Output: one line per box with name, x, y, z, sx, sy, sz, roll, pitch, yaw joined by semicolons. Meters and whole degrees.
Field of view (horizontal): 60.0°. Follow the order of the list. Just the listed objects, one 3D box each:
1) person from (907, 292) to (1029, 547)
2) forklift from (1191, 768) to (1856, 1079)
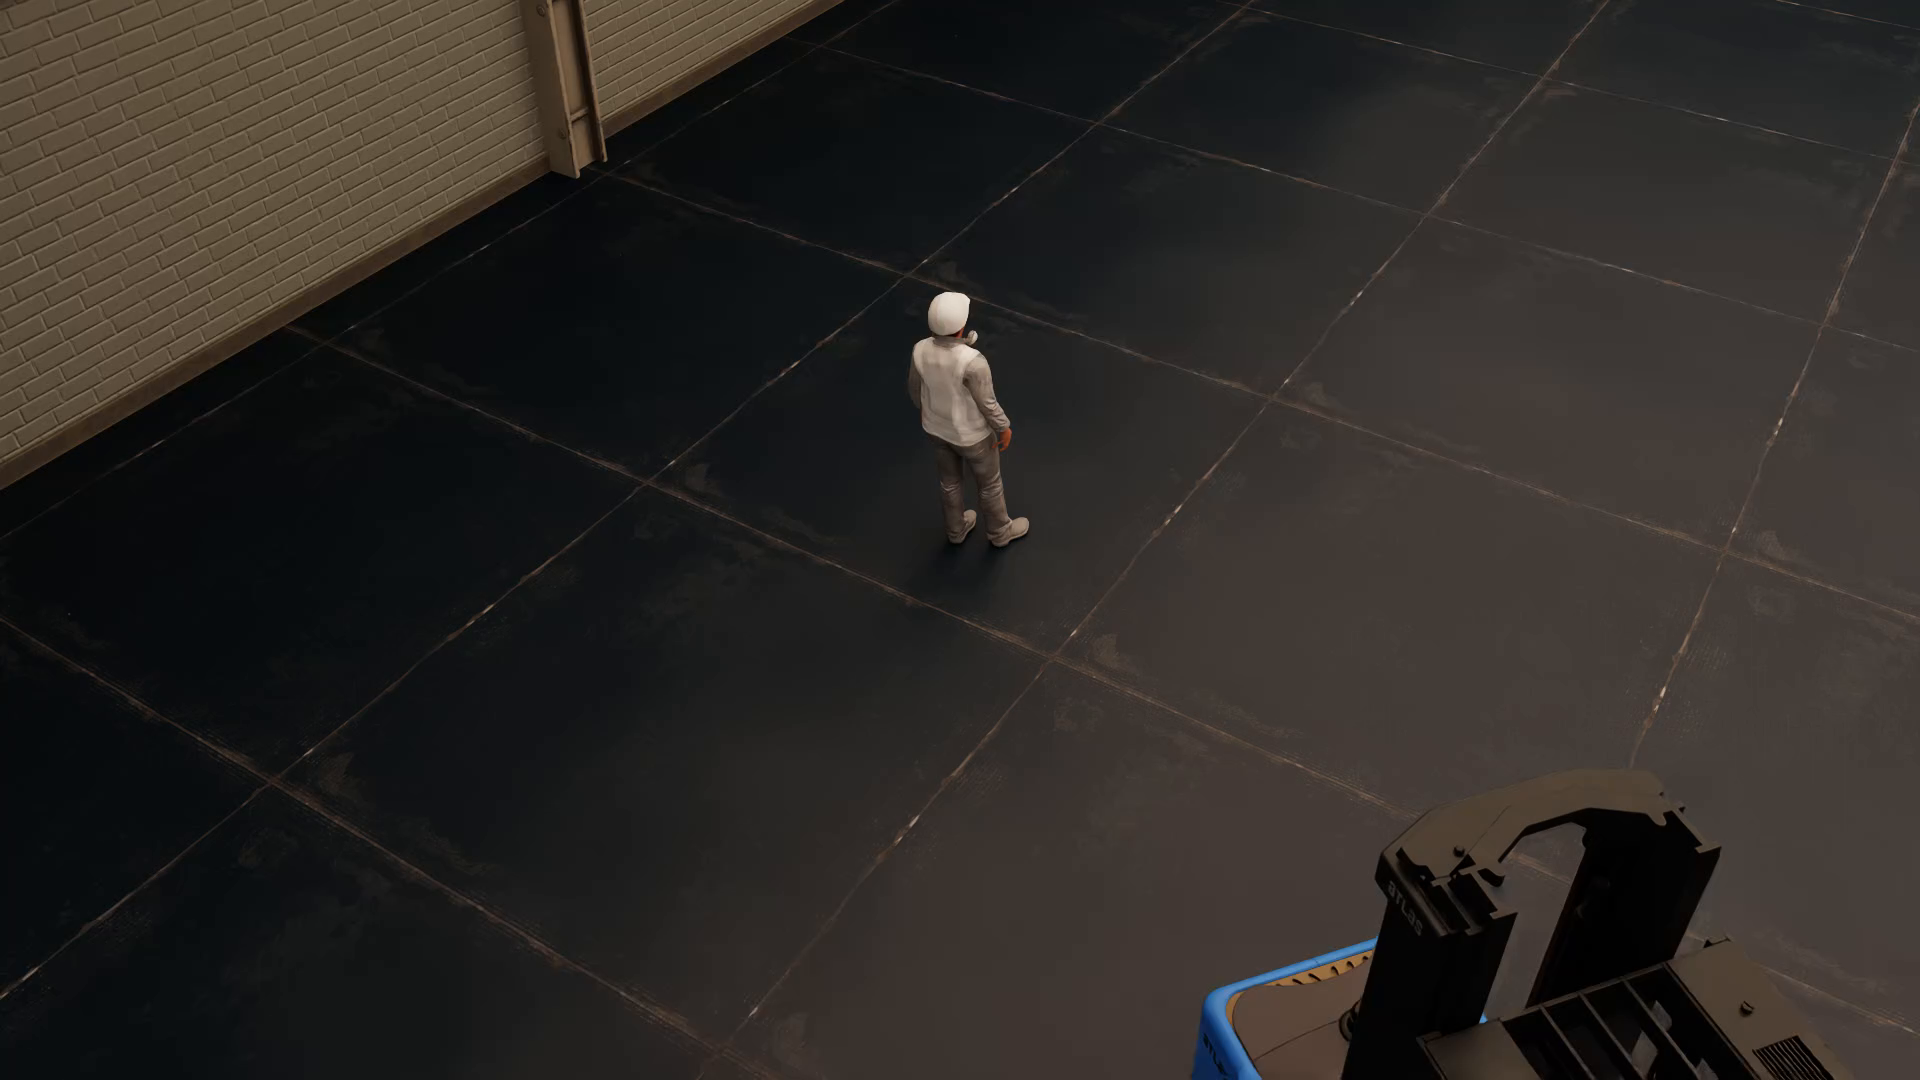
person;0.040;-0.713;9.692;0.632;1.773;0.568;22;45;24
forklift;1.904;2.264;5.295;1.130;2.935;3.031;-13;42;-15
